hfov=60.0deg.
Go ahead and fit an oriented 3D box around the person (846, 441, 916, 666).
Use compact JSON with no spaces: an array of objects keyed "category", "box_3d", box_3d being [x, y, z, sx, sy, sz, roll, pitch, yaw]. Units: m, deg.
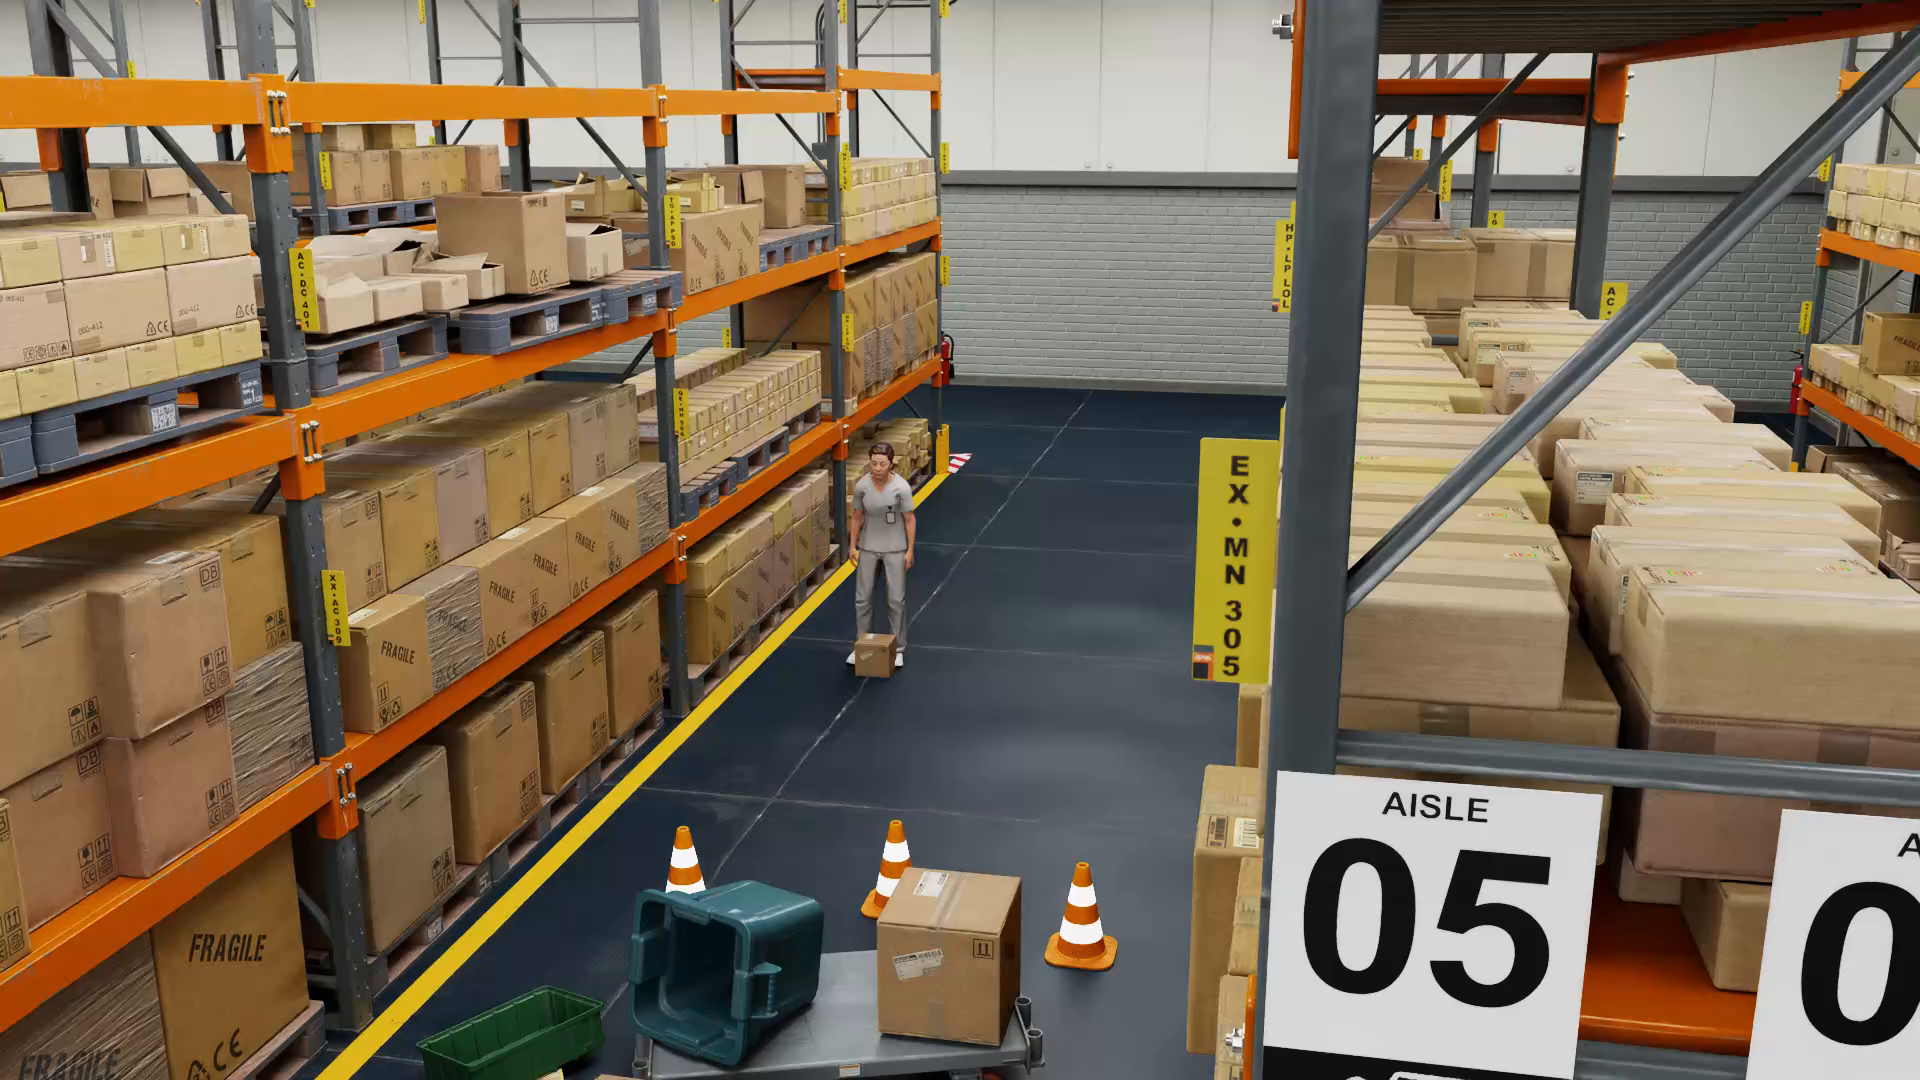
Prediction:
[{"category":"person","box_3d":[-0.571,0.091,12.171,0.495,1.672,0.352,3,15,11]}]
